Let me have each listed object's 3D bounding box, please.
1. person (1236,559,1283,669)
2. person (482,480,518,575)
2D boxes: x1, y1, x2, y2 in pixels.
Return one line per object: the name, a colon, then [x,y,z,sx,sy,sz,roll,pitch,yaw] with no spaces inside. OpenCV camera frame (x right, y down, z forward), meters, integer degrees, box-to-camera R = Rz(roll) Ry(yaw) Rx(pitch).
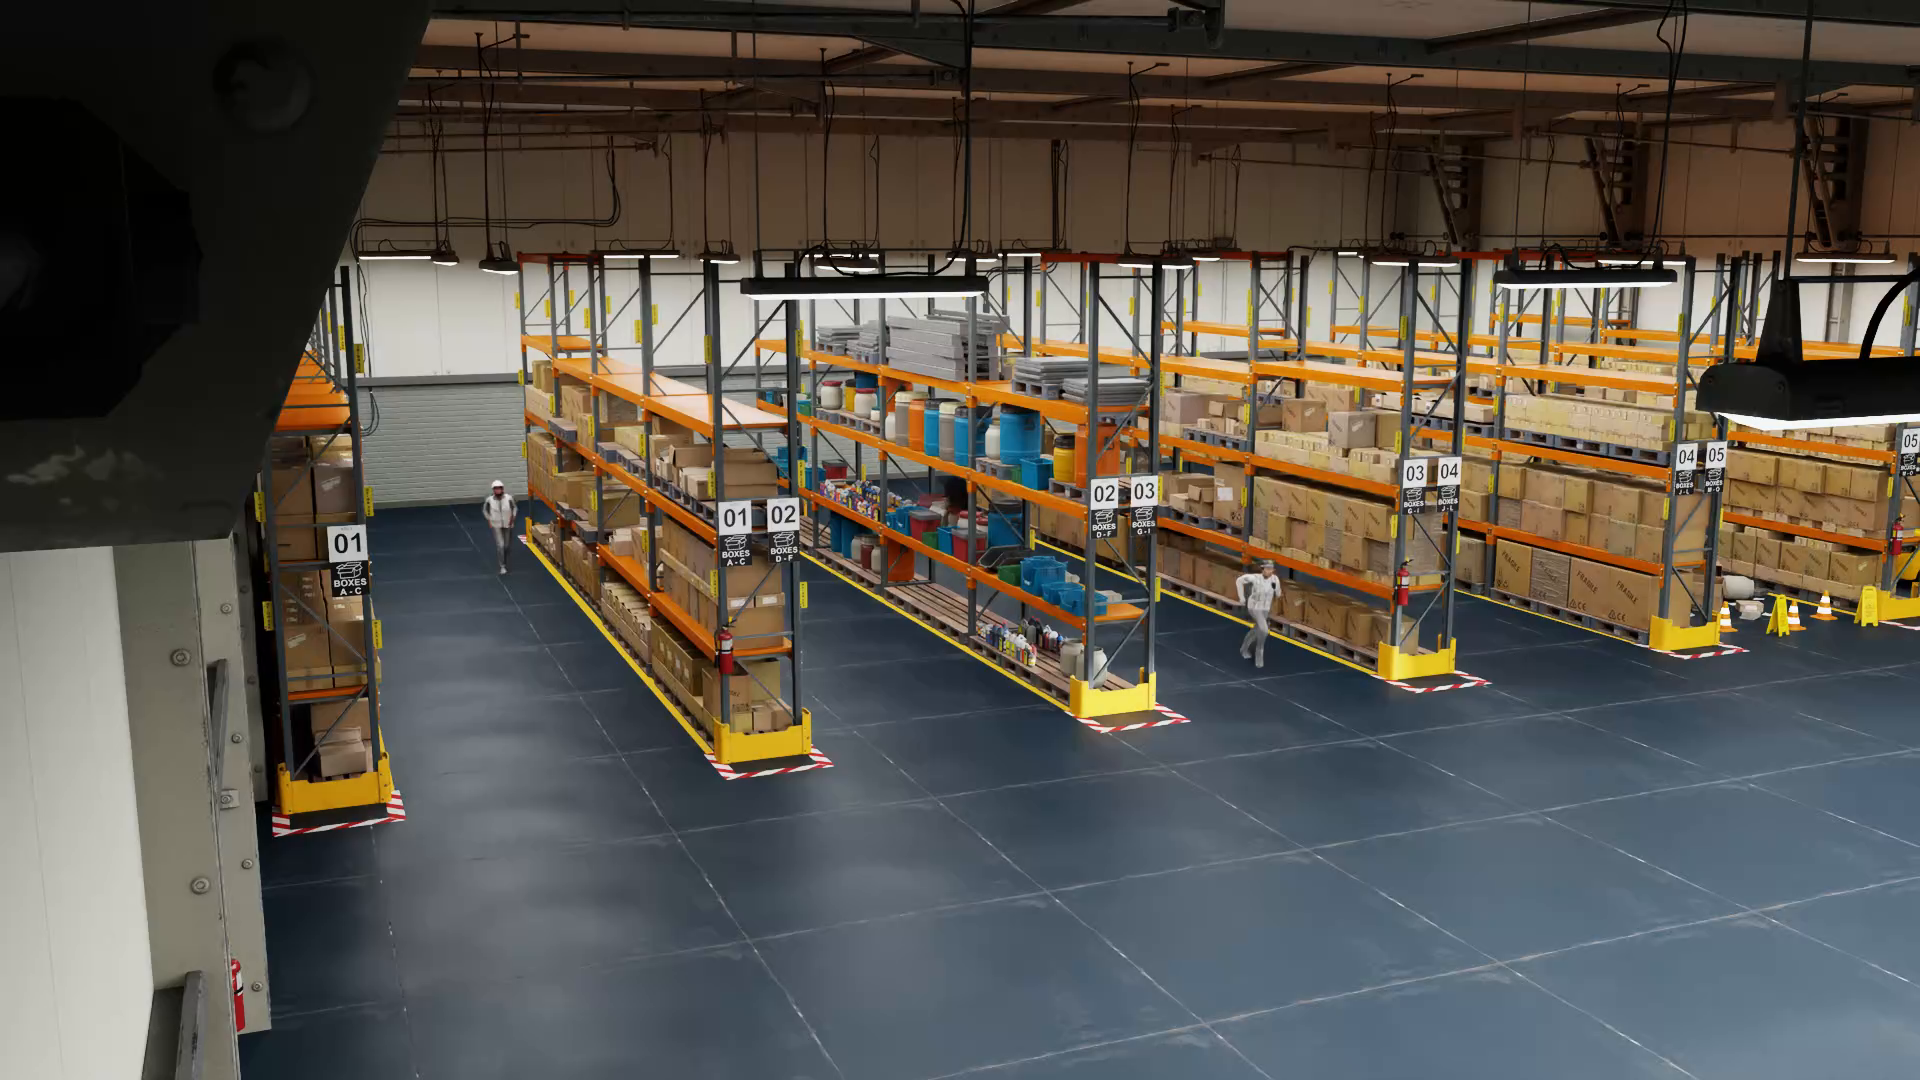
person: [4.424,1.053,24.690,0.586,1.652,0.870,-5,11,-24]
person: [-8.752,-0.271,31.698,0.660,1.785,0.765,-4,11,-21]
